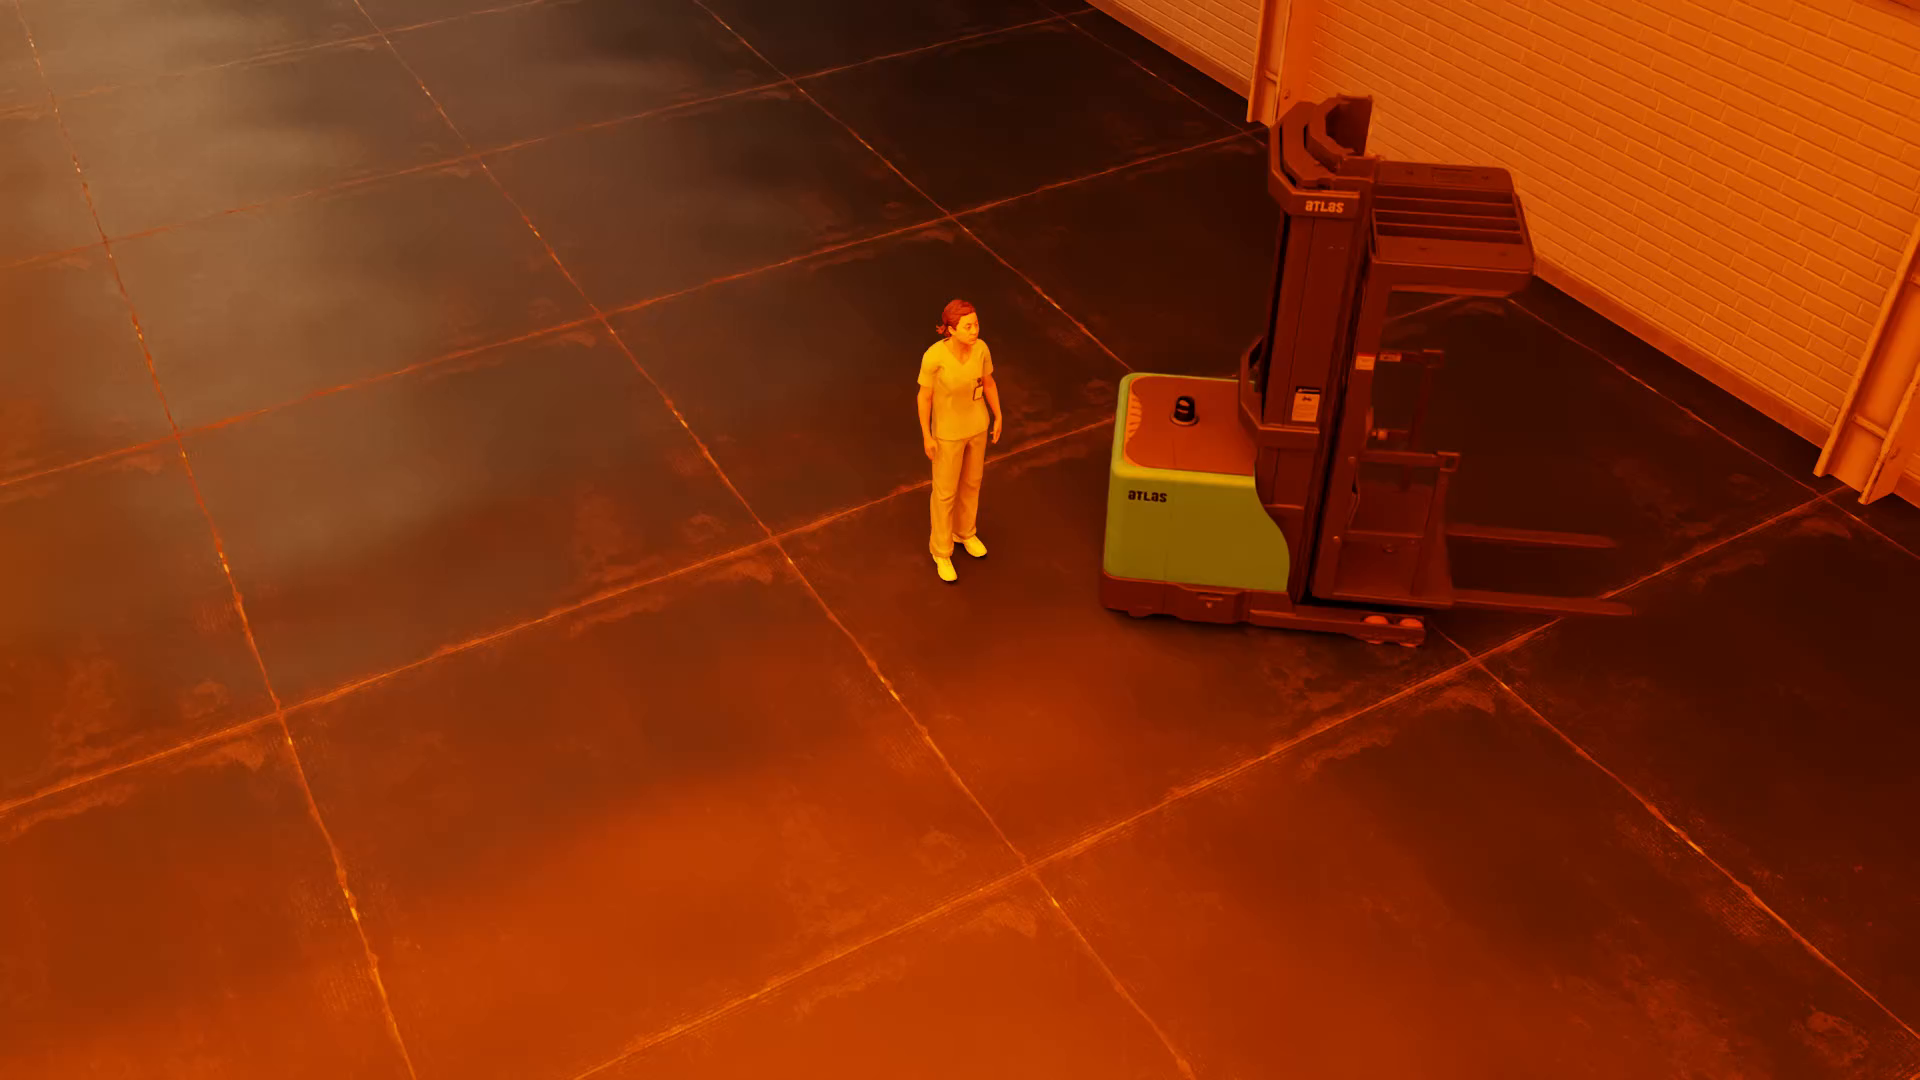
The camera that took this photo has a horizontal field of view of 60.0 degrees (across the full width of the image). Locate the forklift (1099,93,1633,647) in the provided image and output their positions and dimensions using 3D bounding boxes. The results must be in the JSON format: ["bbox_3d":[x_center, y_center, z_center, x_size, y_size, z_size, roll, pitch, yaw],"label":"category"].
[{"bbox_3d":[2.378,-0.875,9.091,3.031,2.935,1.130,5,40,6],"label":"forklift"}]

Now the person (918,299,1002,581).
[{"bbox_3d":[0.025,-0.605,9.738,0.549,1.674,0.548,-20,44,-23],"label":"person"}]
